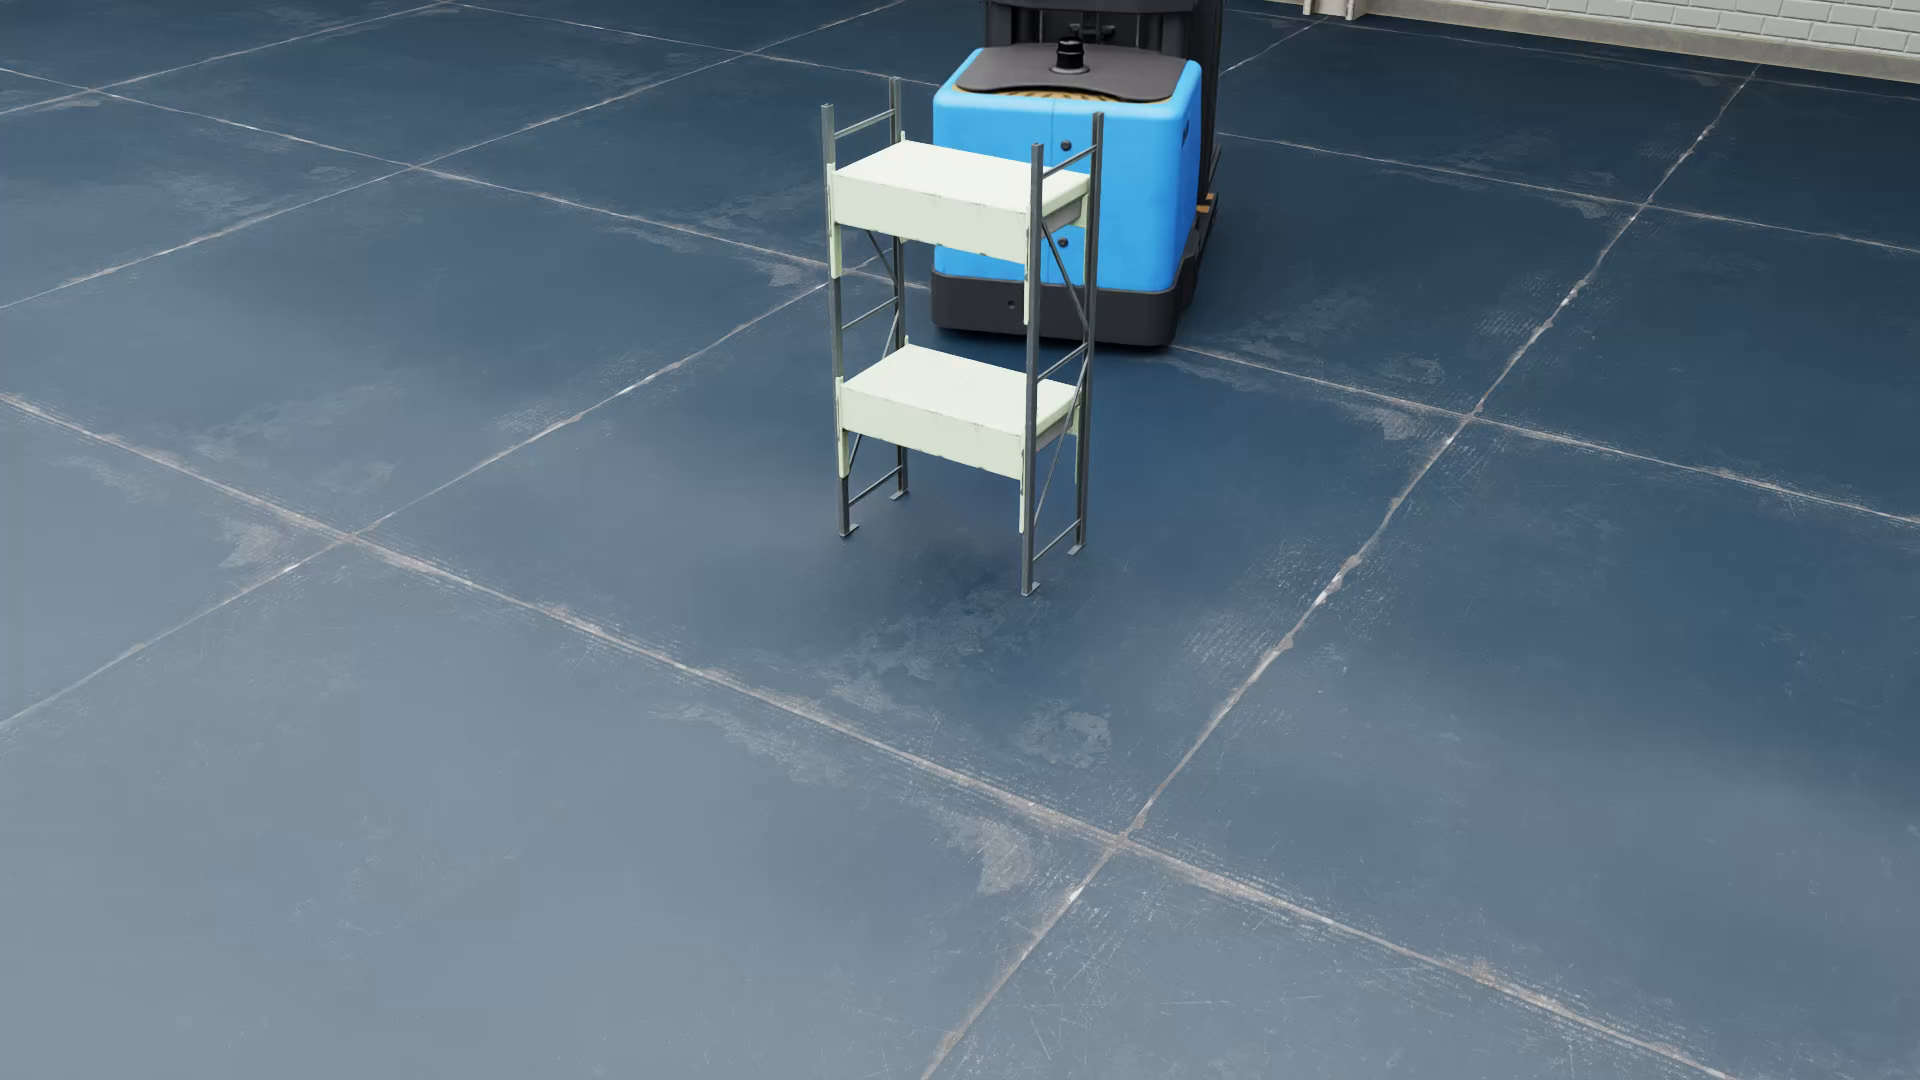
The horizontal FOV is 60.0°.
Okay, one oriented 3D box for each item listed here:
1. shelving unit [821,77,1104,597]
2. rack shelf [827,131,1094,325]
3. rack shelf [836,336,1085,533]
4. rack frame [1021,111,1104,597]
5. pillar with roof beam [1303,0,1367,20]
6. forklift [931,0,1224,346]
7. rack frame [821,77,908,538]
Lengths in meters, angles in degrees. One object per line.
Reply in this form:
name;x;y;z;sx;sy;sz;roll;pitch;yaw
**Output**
shelving unit;0.006;-0.646;5.369;0.755;1.500;0.431;18;35;27
rack shelf;0.006;-0.983;5.172;0.720;0.370;0.431;18;35;27
rack shelf;0.006;-0.364;5.533;0.720;0.370;0.431;18;35;27
rack frame;0.316;-0.548;5.201;0.023;1.500;0.400;18;35;27
pillar with roof beam;0.548;-6.038;7.170;0.400;9.000;9.100;18;35;27
forklift;0.705;-2.812;7.661;1.130;2.935;3.031;7;31;11
rack frame;-0.304;-0.744;5.537;0.023;1.500;0.400;18;35;27
